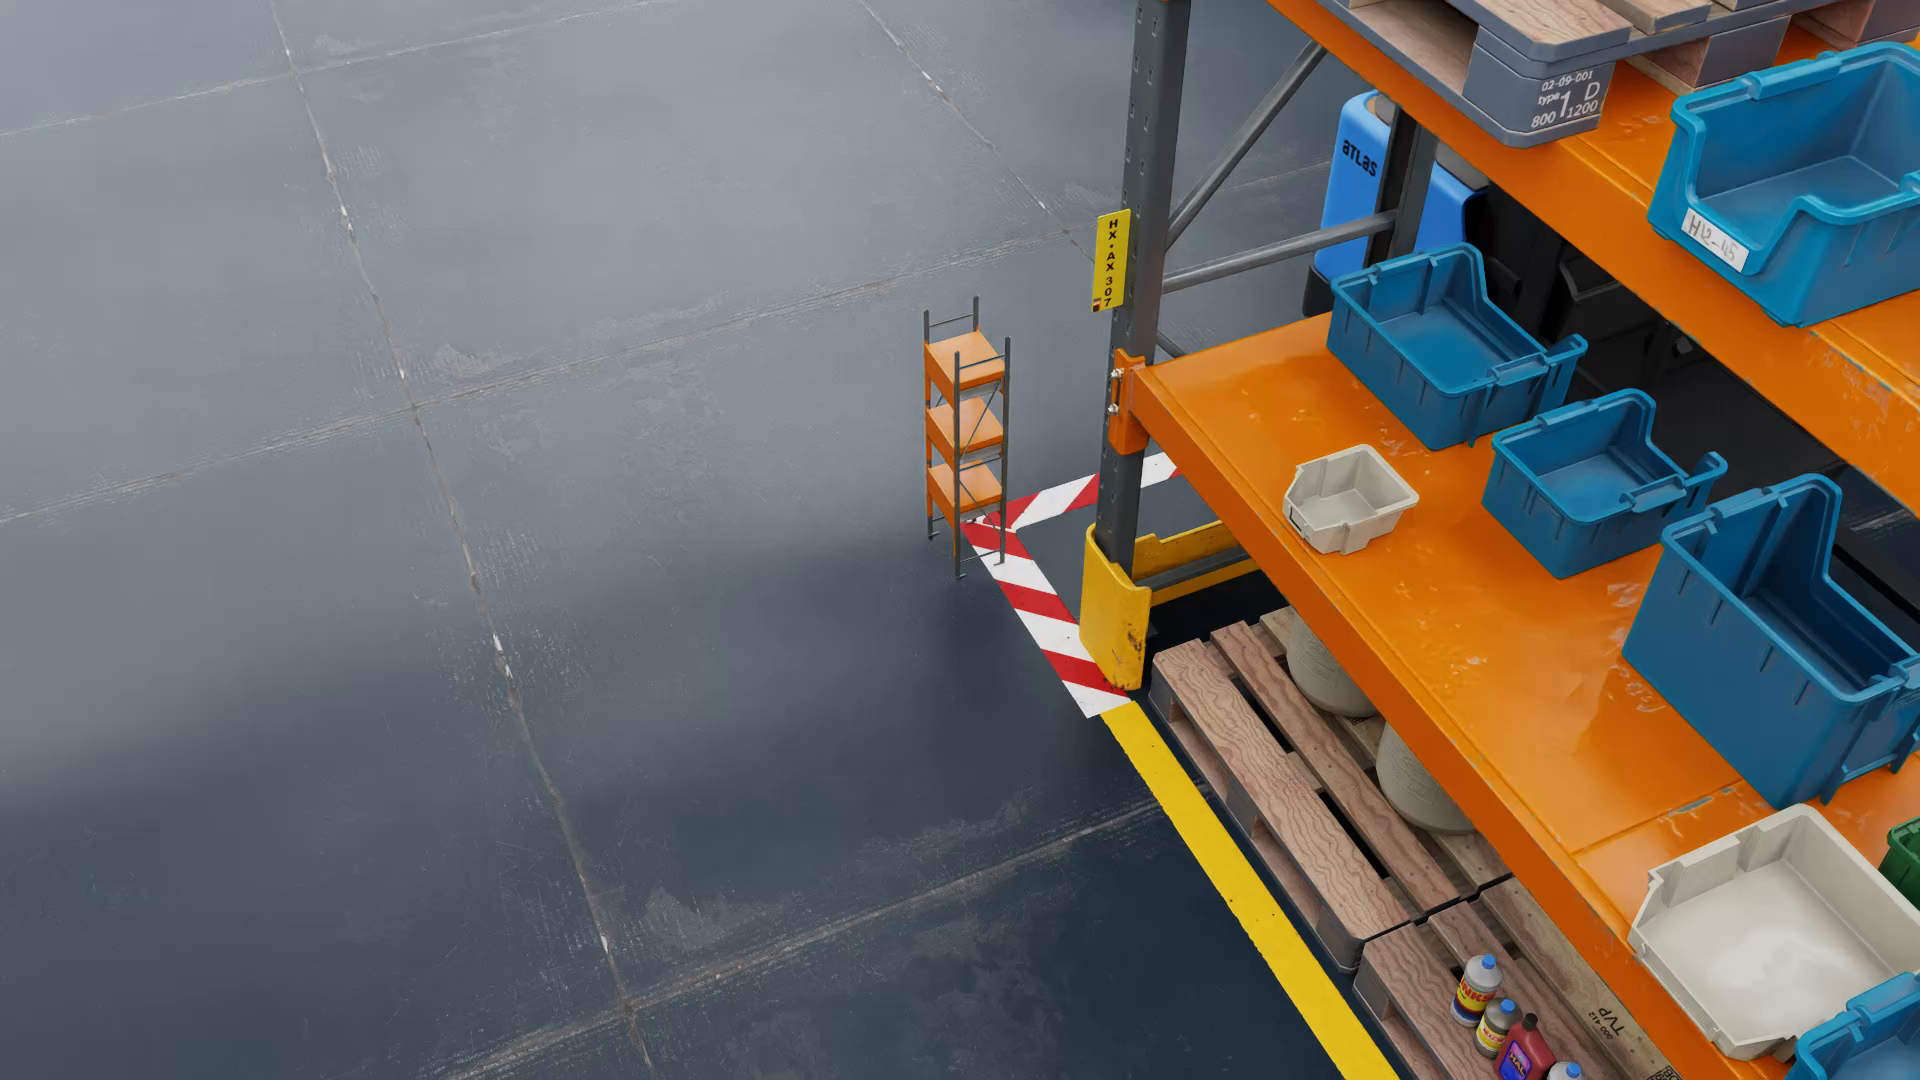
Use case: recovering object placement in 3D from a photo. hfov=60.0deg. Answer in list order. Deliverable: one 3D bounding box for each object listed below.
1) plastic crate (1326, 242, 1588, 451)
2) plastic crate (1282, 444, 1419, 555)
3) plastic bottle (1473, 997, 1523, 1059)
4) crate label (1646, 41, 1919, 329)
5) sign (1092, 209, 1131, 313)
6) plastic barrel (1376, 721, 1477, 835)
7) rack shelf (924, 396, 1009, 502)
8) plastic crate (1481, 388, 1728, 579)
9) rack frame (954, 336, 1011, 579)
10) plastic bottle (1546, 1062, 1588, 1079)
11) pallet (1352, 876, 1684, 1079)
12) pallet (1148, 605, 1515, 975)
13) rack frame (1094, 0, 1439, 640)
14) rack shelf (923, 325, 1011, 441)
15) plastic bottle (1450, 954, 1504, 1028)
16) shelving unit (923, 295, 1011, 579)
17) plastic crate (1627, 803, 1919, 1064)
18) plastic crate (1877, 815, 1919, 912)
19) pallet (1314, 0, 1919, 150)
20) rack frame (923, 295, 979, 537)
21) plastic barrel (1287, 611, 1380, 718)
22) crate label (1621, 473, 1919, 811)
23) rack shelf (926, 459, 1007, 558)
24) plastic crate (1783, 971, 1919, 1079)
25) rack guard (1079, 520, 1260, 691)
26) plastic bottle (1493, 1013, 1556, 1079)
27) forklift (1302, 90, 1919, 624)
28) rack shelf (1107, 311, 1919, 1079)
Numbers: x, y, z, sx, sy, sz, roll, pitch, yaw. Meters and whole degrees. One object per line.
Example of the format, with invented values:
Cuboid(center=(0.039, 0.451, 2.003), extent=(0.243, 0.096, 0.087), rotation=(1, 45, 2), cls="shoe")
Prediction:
Cuboid(center=(1.411, -0.567, 4.795), extent=(0.499, 0.251, 0.616), rotation=(-18, 47, -17), cls="plastic crate")
Cuboid(center=(1.013, -0.091, 4.394), extent=(0.298, 0.136, 0.250), rotation=(-18, 47, -17), cls="plastic crate")
Cuboid(center=(1.452, 1.303, 4.473), extent=(0.097, 0.201, 0.097), rotation=(0, 45, 0), cls="plastic bottle")
Cuboid(center=(1.416, -0.575, 2.667), extent=(0.502, 0.251, 0.408), rotation=(-18, 47, -17), cls="crate label")
Cuboid(center=(0.428, -0.789, 4.717), extent=(0.100, 0.325, 0.005), rotation=(-18, 47, -17), cls="sign")
Cuboid(center=(1.486, 0.602, 4.977), extent=(0.421, 0.512, 0.421), rotation=(0, 45, 0), cls="plastic barrel")
Cuboid(center=(0.022, -0.332, 5.854), extent=(0.215, 0.259, 0.240), rotation=(-18, 47, -17), cls="rack shelf")
Cuboid(center=(1.679, -0.151, 4.374), extent=(0.499, 0.251, 0.408), rotation=(-18, 47, -17), cls="plastic crate")
Cuboid(center=(0.073, -0.262, 5.768), extent=(0.200, 1.050, 0.008), rotation=(-18, 47, -17), cls="rack frame")
Cuboid(center=(1.553, 1.430, 4.294), extent=(0.097, 0.271, 0.097), rotation=(0, 45, 0), cls="plastic bottle")
Cuboid(center=(1.849, 1.472, 4.607), extent=(1.003, 0.211, 1.213), rotation=(-18, 47, -17), cls="pallet")
Cuboid(center=(1.340, 0.696, 5.394), extent=(1.003, 0.211, 1.213), rotation=(-18, 47, -17), cls="pallet")
Cuboid(center=(0.929, -0.850, 4.976), extent=(1.000, 3.000, 0.127), rotation=(-18, 47, -17), cls="rack frame")
Cuboid(center=(0.022, -0.534, 5.655), extent=(0.215, 0.259, 0.240), rotation=(-18, 47, -17), cls="rack shelf")
Cuboid(center=(1.408, 1.212, 4.516), extent=(0.097, 0.271, 0.097), rotation=(0, 45, 0), cls="plastic bottle")
Cuboid(center=(0.022, -0.340, 5.847), extent=(0.215, 1.050, 0.252), rotation=(-18, 47, -17), cls="shelving unit")
Cuboid(center=(1.698, 0.833, 3.458), extent=(0.530, 0.136, 0.437), rotation=(-18, 47, -17), cls="plastic crate")
Cuboid(center=(2.296, 0.826, 3.428), extent=(0.450, 0.188, 0.662), rotation=(-18, 47, -17), cls="plastic crate")
Cuboid(center=(1.188, -1.295, 3.425), extent=(1.003, 0.211, 1.213), rotation=(-18, 47, -17), cls="pallet")
Cuboid(center=(-0.029, -0.417, 5.925), extent=(0.200, 1.050, 0.008), rotation=(-18, 47, -17), cls="rack frame")
Cuboid(center=(1.275, 0.283, 5.300), extent=(0.421, 0.512, 0.421), rotation=(0, 45, 0), cls="plastic barrel")
Cuboid(center=(1.948, 0.230, 3.856), extent=(0.502, 0.435, 0.616), rotation=(-18, 47, -17), cls="crate label")
Cuboid(center=(0.022, -0.134, 6.049), extent=(0.215, 0.259, 0.240), rotation=(-18, 47, -17), cls="rack shelf")
Cuboid(center=(1.899, 1.127, 3.078), extent=(0.499, 0.251, 0.616), rotation=(-18, 47, -17), cls="plastic crate")
Cuboid(center=(1.003, 0.074, 5.819), extent=(1.175, 0.500, 0.348), rotation=(-18, 47, -17), cls="rack guard")
Cuboid(center=(1.487, 1.357, 4.360), extent=(0.061, 0.283, 0.133), rotation=(-17, 47, -17), cls="plastic bottle")
Cuboid(center=(2.580, -1.222, 5.402), extent=(1.130, 2.935, 3.031), rotation=(-19, 48, -19), cls="forklift")
Cuboid(center=(1.770, 0.680, 3.937), extent=(1.077, 0.370, 4.000), rotation=(-18, 47, -17), cls="rack shelf")
